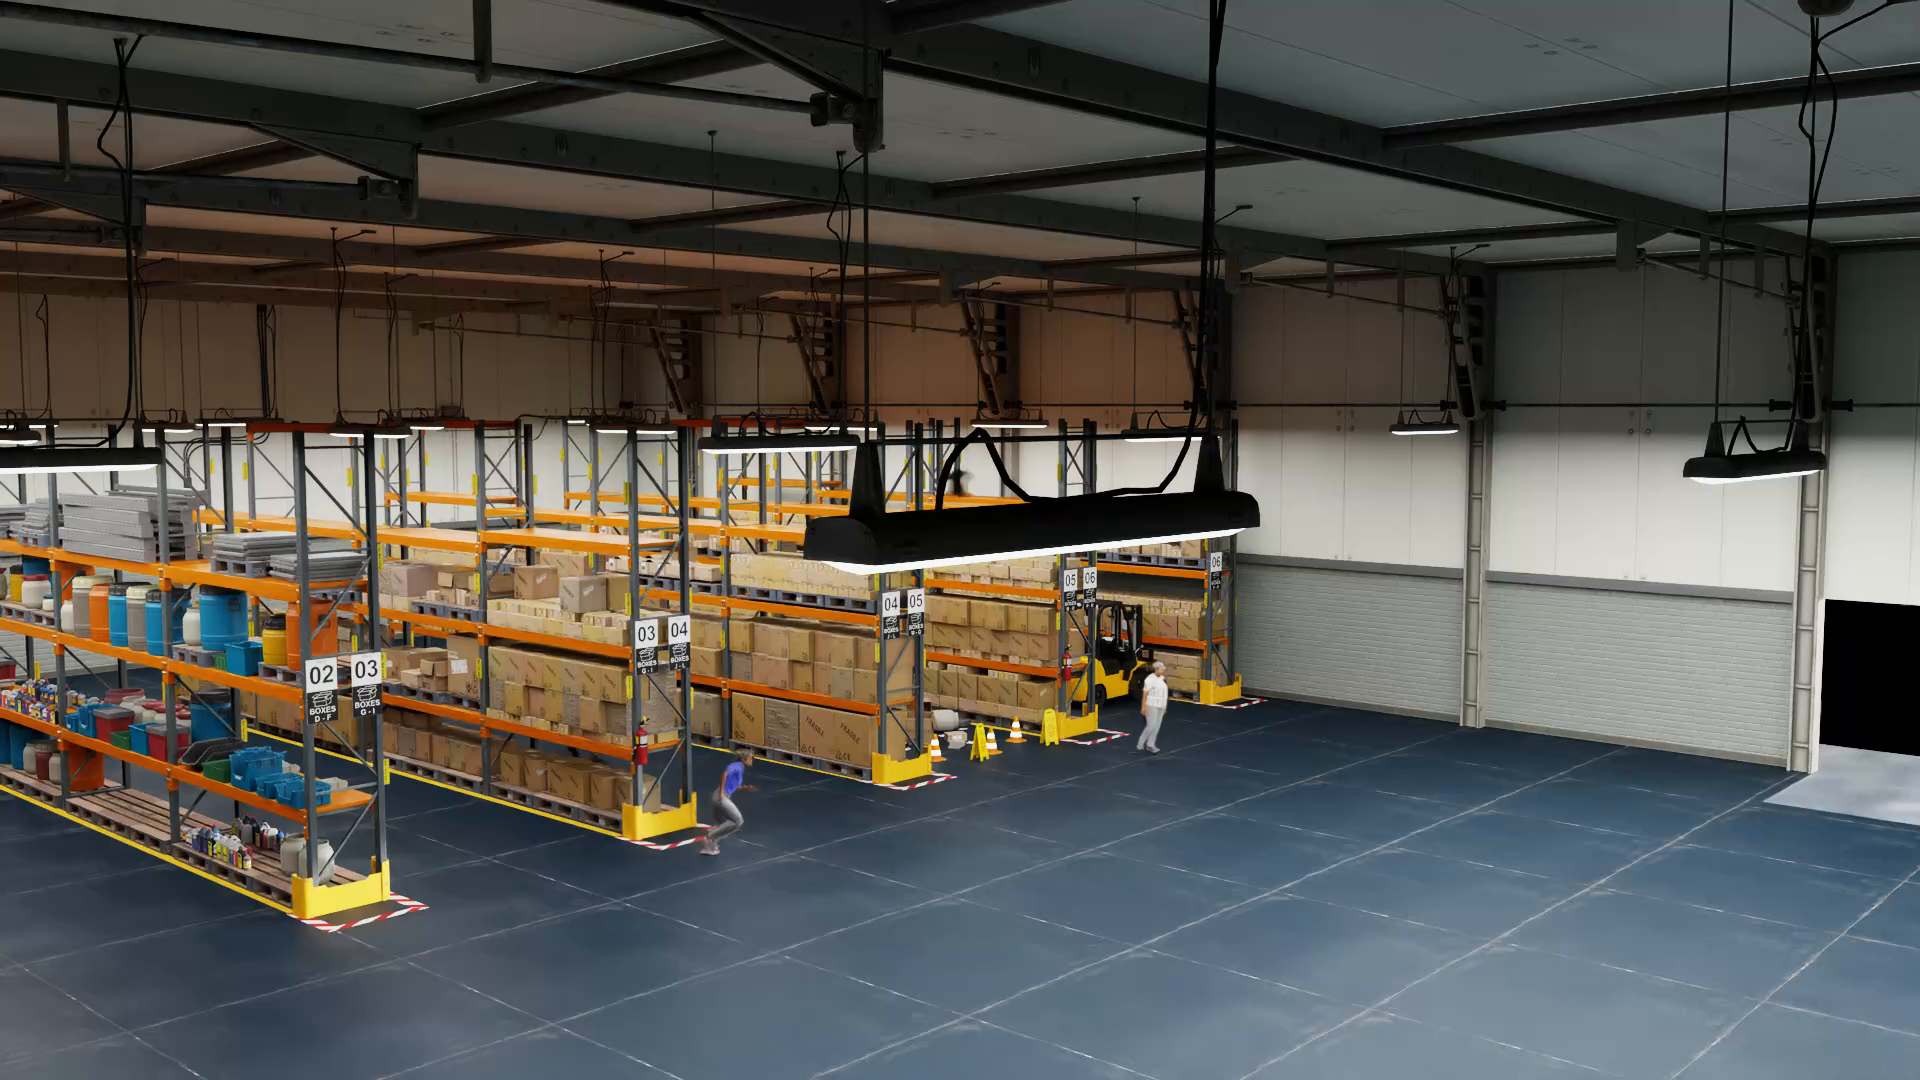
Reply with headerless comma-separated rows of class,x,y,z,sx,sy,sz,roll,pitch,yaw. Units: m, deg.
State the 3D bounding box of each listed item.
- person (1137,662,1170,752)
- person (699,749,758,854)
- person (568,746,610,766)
person,3.499,3.031,30.201,0.589,1.653,0.488,-5,6,-44
person,-3.241,3.687,23.308,0.837,1.485,0.610,-1,5,-9
person,-6.538,3.082,29.217,0.954,1.720,0.632,2,5,22
